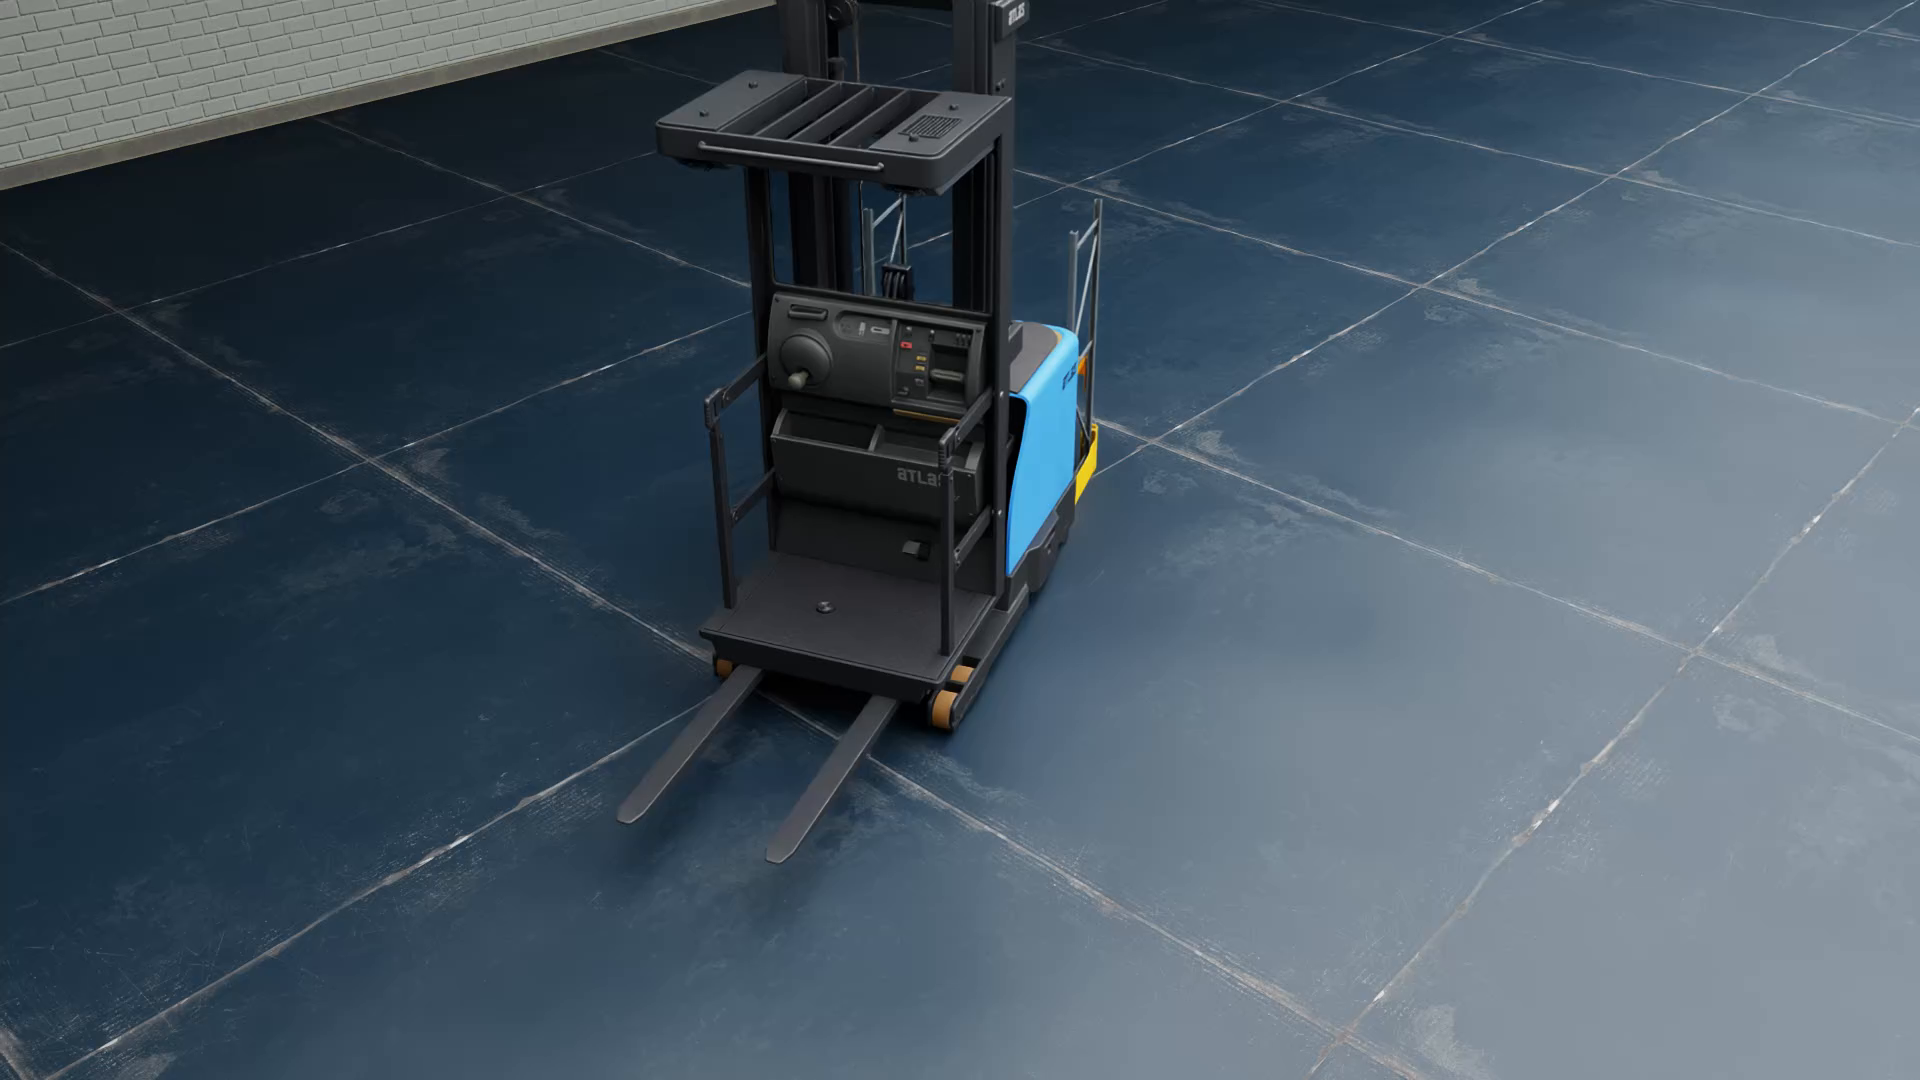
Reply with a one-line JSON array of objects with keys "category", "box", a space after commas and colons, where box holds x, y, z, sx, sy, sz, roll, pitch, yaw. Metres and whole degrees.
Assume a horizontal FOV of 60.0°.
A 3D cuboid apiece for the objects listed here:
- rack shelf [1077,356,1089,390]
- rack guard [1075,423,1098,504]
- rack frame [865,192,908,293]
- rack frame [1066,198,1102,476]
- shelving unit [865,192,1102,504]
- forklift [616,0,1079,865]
[{"category": "rack shelf", "box": [0.119, -0.828, 8.519, 1.000, 0.185, 0.538, 10, 32, 16]}, {"category": "rack guard", "box": [0.600, -0.364, 8.611, 0.087, 0.250, 0.587, 10, 32, 16]}, {"category": "rack frame", "box": [-0.364, -1.065, 8.564, 0.032, 1.500, 0.500, 10, 32, 16]}, {"category": "rack frame", "box": [0.601, -0.899, 8.289, 0.032, 1.500, 0.500, 10, 32, 16]}, {"category": "shelving unit", "box": [0.127, -0.980, 8.424, 1.083, 1.500, 0.587, 10, 32, 16]}, {"category": "forklift", "box": [-0.421, -0.705, 6.580, 1.130, 2.935, 3.031, 11, 33, 18]}]
